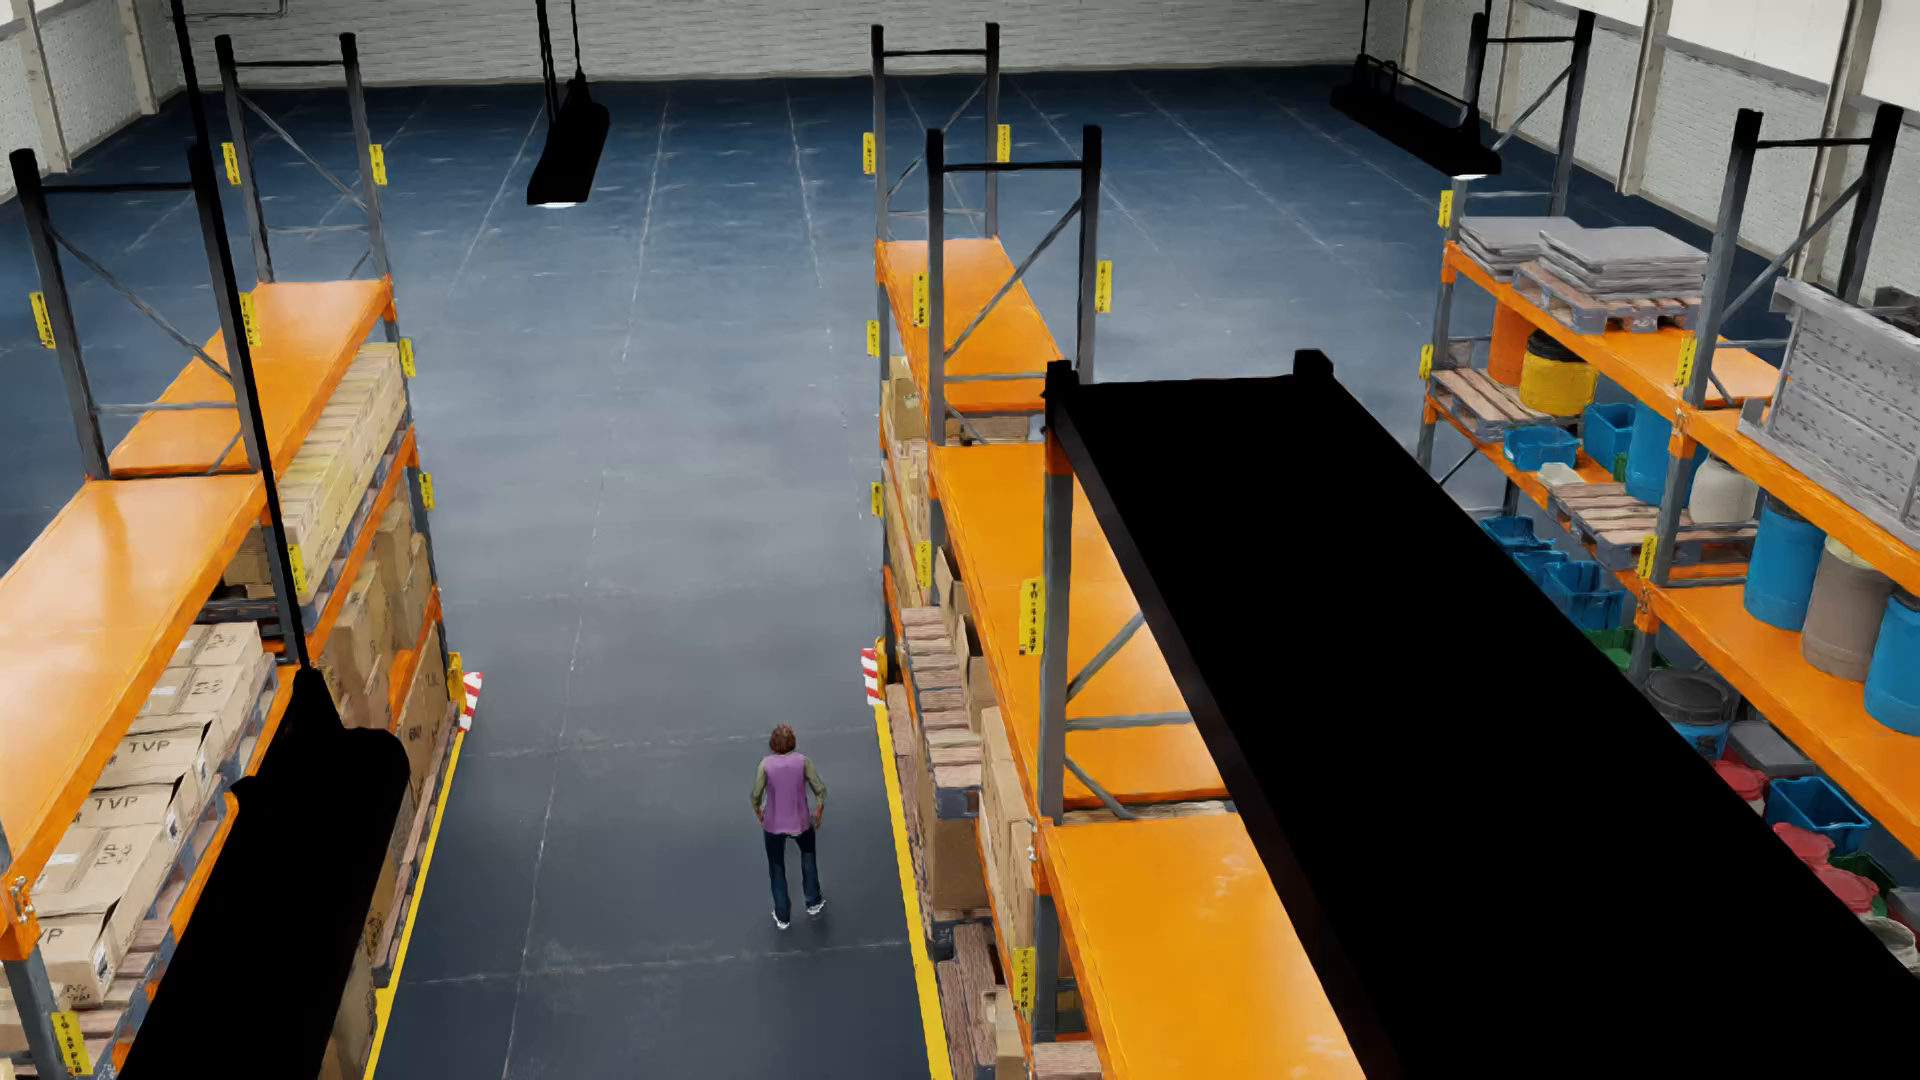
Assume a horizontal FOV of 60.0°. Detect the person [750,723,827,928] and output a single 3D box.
[{"bbox_3d":[-1.260,2.106,12.317,0.566,1.541,0.519,-4,26,-9],"label":"person"}]
